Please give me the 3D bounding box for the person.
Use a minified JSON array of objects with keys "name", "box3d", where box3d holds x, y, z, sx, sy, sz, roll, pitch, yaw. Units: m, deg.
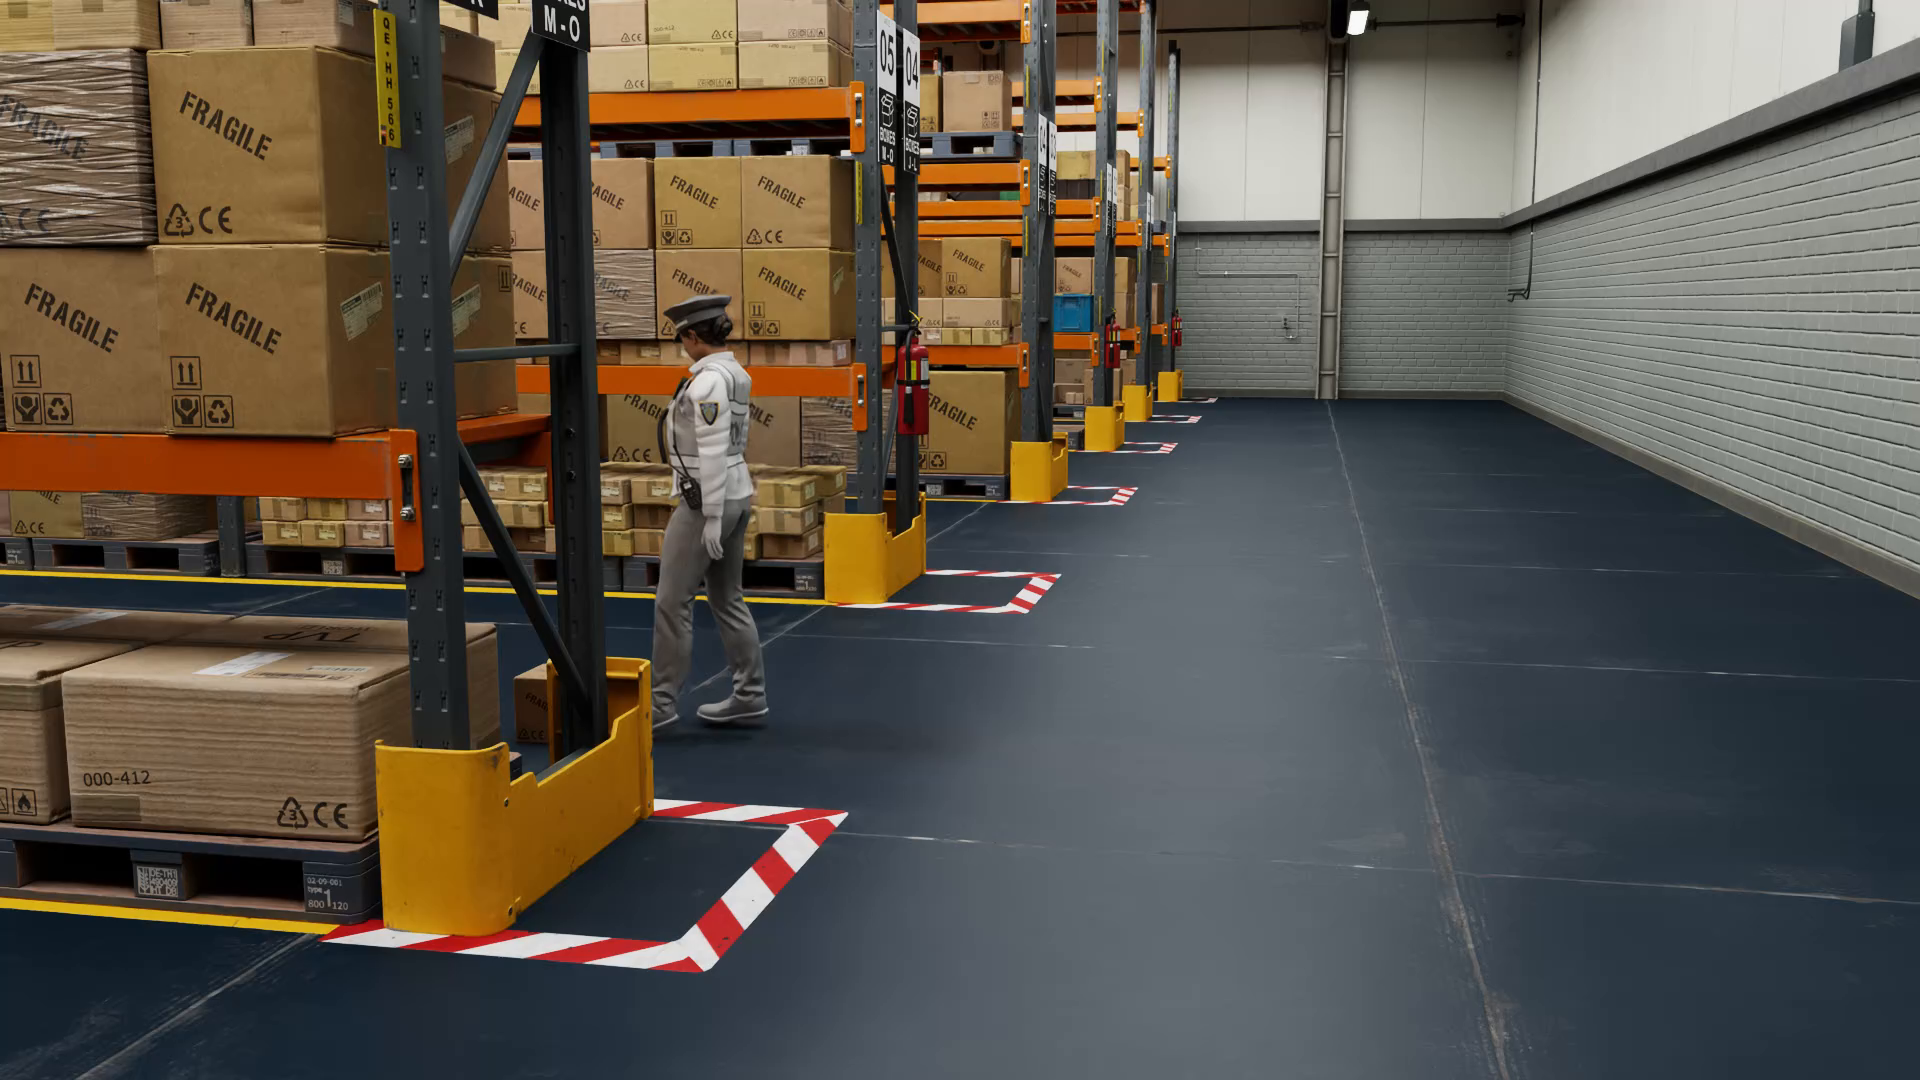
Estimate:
[{"name":"person","box3d":[-1.050,-0.094,6.405,0.564,1.684,0.523,1,8,7]}]
